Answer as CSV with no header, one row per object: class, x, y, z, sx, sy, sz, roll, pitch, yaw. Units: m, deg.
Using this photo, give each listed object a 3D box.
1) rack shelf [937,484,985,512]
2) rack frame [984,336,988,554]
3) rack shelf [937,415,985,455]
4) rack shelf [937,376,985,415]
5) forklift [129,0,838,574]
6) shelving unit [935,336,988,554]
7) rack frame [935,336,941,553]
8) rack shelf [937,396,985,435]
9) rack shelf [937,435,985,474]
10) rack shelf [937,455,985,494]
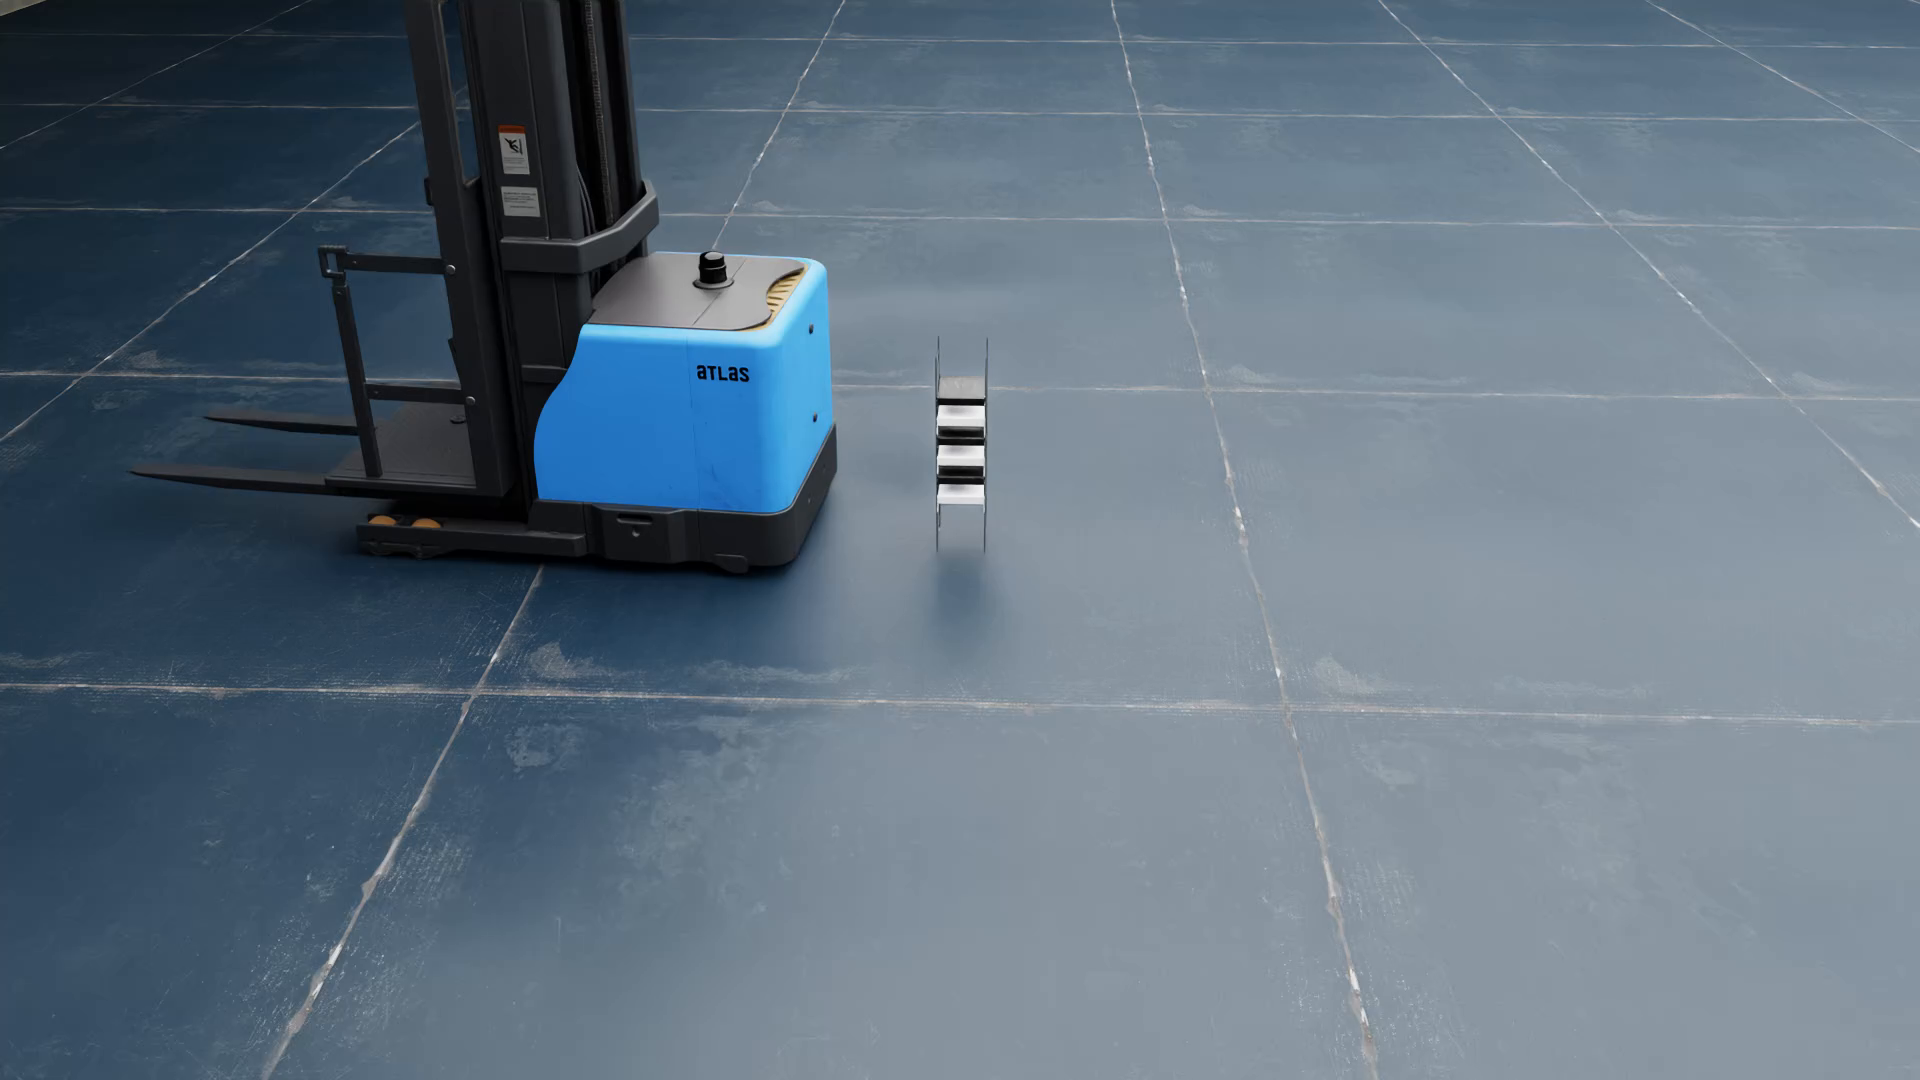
rack shelf,0.008,-0.209,7.139,0.200,0.077,0.258,1,28,2
rack frame,0.110,-0.396,7.036,0.006,0.900,0.240,1,28,2
rack shelf,0.008,-0.448,7.012,0.200,0.077,0.258,1,28,2
rack shelf,0.008,-0.607,6.928,0.200,0.077,0.258,1,28,2
forklift,-2.128,-1.457,6.869,3.031,2.935,1.130,4,28,7
shelving unit,0.008,-0.397,7.039,0.210,0.900,0.258,1,28,2
rack frame,-0.093,-0.399,7.042,0.006,0.900,0.240,1,28,2
rack shelf,0.008,-0.527,6.970,0.200,0.077,0.258,1,28,2
rack shelf,0.008,-0.368,7.055,0.200,0.077,0.258,1,28,2
rack shelf,0.008,-0.288,7.097,0.200,0.077,0.258,1,28,2
